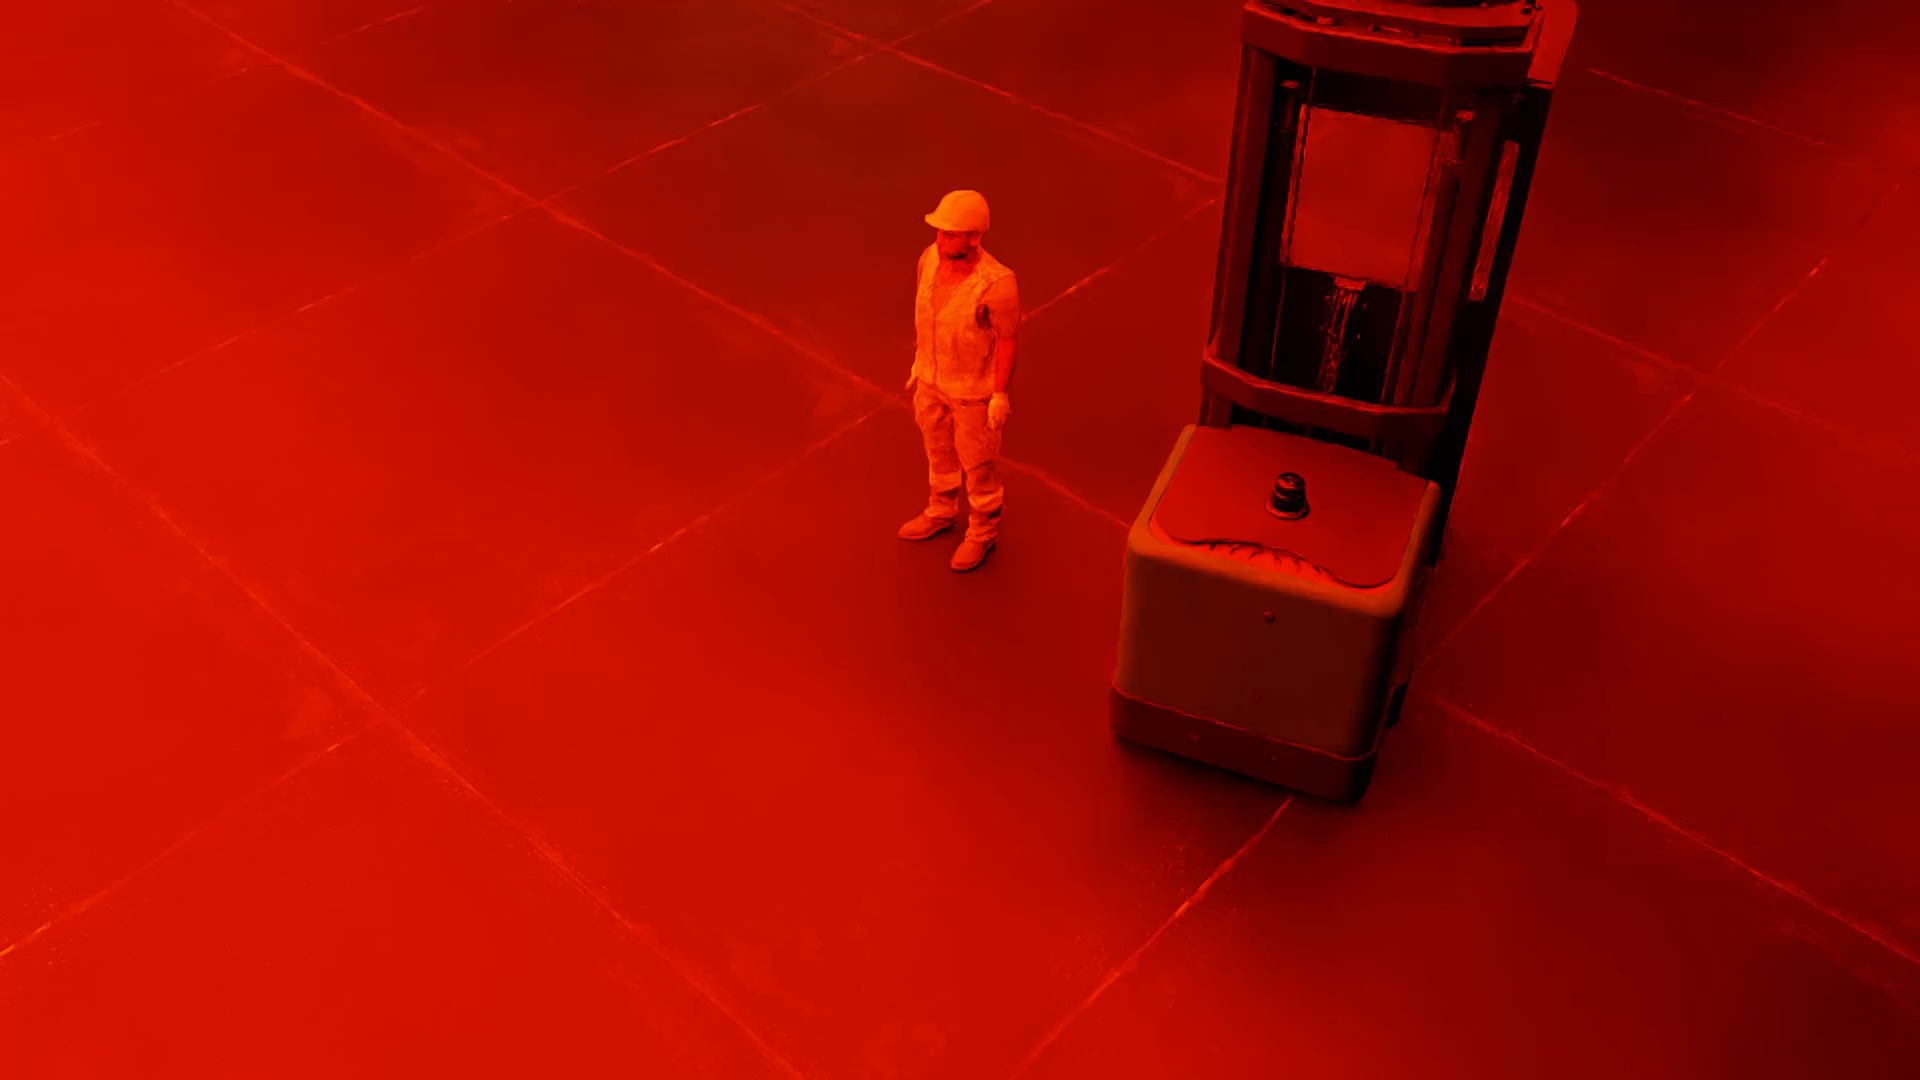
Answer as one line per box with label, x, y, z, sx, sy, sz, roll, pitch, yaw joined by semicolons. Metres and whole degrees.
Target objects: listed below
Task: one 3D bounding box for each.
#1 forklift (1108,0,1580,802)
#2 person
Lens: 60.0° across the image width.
forklift;1.630;-1.070;6.676;1.130;2.935;3.031;15;43;17
person;-0.013;-0.669;7.084;0.540;1.795;0.349;31;49;31
